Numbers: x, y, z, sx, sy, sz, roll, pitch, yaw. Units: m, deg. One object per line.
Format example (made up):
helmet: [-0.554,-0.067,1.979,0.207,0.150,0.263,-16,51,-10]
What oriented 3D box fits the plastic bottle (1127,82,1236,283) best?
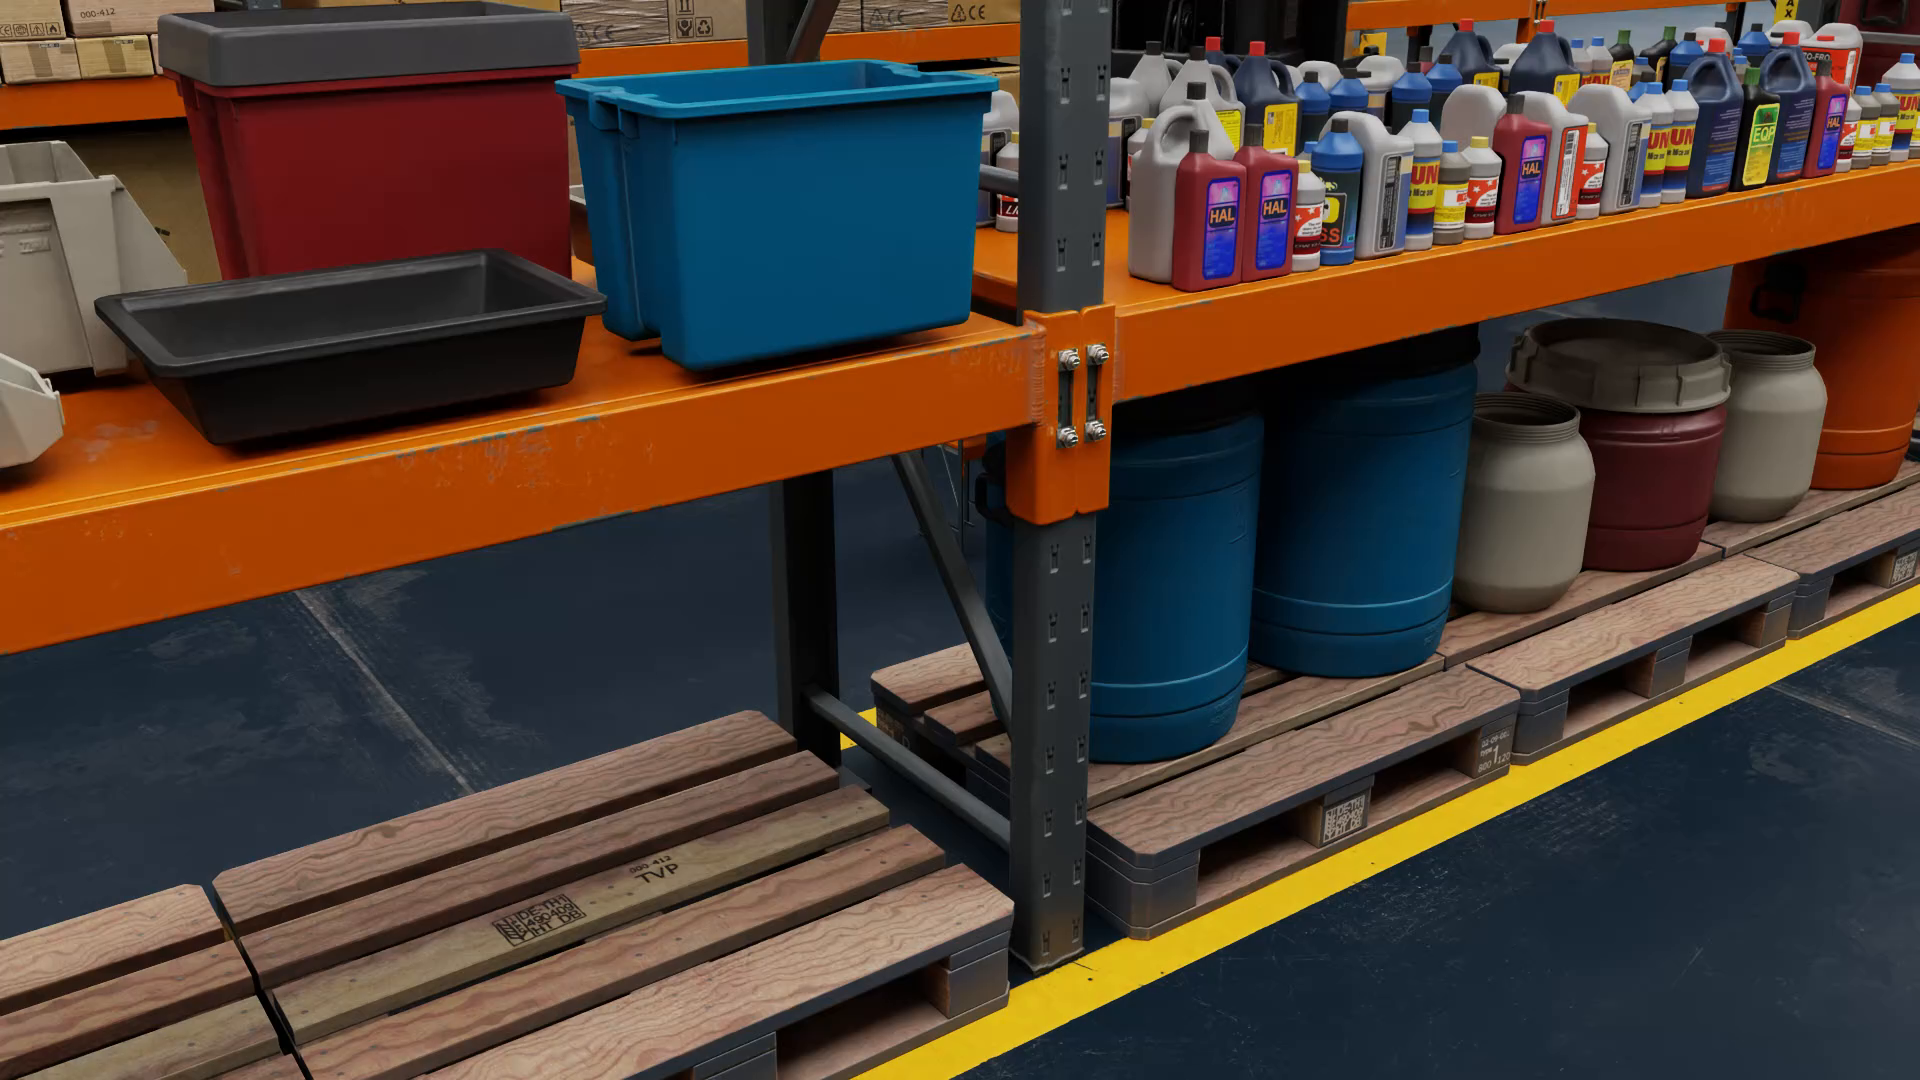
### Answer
plastic bottle: [0.413,-0.666,3.085,0.185,0.351,0.144,-15,26,-33]

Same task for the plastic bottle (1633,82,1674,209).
plastic bottle: [1.554,-0.895,3.765,0.097,0.271,0.097,0,22,0]

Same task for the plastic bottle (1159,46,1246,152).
plastic bottle: [0.545,-0.933,3.753,0.185,0.351,0.144,-15,26,-33]

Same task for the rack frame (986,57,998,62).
rack frame: [0.260,-3.057,9.011,0.127,3.000,1.000,-15,26,-33]

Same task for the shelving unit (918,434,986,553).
shelving unit: [0.012,-0.560,5.182,0.189,1.200,0.258,-15,26,-33]

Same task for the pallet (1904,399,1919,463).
pallet: [3.804,-0.428,6.184,1.213,0.211,1.003,-15,26,-33]

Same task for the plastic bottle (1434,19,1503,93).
plastic bottle: [1.355,-1.214,4.459,0.185,0.351,0.144,-15,26,-33]

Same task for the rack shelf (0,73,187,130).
rack shelf: [-4.611,-1.425,5.890,4.000,0.370,1.077,-15,26,-33]

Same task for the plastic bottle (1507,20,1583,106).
plastic bottle: [1.553,-1.198,4.417,0.185,0.351,0.144,-15,26,-33]

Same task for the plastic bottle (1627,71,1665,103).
plastic bottle: [1.627,-0.980,3.979,0.097,0.271,0.097,0,22,0]

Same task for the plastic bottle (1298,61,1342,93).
plastic bottle: [0.852,-1.044,4.132,0.135,0.276,0.152,-15,26,-33]

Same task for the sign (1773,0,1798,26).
sign: [2.825,-1.807,5.657,0.005,0.325,0.100,-15,26,-33]

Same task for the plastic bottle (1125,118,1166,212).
plastic bottle: [0.421,-0.837,3.715,0.097,0.201,0.097,0,22,0]

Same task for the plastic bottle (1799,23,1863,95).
plastic bottle: [2.701,-1.467,5.194,0.135,0.276,0.152,-15,26,-33]

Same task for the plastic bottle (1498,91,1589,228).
plastic bottle: [1.255,-0.830,3.596,0.135,0.276,0.152,-15,26,-33]

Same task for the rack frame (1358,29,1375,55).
rack frame: [3.939,-6.303,17.145,0.127,3.000,1.000,-15,26,-33]

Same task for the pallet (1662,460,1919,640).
pallet: [2.537,-0.089,5.334,1.213,0.211,1.003,-15,26,-33]

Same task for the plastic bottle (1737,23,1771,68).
plastic bottle: [2.502,-1.494,5.267,0.097,0.271,0.097,0,22,0]

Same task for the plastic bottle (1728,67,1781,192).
plastic bottle: [1.887,-0.981,3.965,0.133,0.283,0.061,-15,26,-33]

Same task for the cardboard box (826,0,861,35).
cardboard box: [-0.824,-2.703,7.988,0.500,0.500,0.500,-16,27,-35]

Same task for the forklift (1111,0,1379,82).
forklift: [1.108,-2.109,6.726,1.130,2.935,3.031,13,25,29]

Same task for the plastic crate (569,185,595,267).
plastic crate: [-0.556,-0.549,3.000,0.243,0.136,0.396,-15,26,-33]

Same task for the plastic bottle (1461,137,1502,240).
plastic bottle: [1.069,-0.733,3.454,0.097,0.201,0.097,0,22,0]

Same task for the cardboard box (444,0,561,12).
cardboard box: [-2.060,-2.371,7.157,0.500,0.500,0.500,-15,26,-33]

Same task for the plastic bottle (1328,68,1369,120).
plastic bottle: [0.940,-1.008,4.049,0.097,0.271,0.097,0,22,0]

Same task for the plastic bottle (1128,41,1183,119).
plastic bottle: [0.460,-0.976,3.861,0.185,0.351,0.144,-15,26,-33]

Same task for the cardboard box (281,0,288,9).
cardboard box: [-2.767,-2.421,7.282,0.500,0.500,0.500,-15,26,-33]

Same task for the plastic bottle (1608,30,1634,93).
plastic bottle: [1.914,-1.351,4.893,0.133,0.283,0.061,-15,26,-33]

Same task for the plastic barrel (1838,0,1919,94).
plastic barrel: [3.352,-1.822,5.732,0.708,0.536,0.600,-15,26,-33]

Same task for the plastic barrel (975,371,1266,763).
plastic barrel: [0.357,-0.035,3.700,0.708,0.901,0.600,-15,26,-33]

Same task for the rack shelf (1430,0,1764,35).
rack shelf: [5.130,-4.022,12.399,4.000,0.370,1.077,-15,26,-33]

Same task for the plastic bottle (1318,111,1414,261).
plastic bottle: [0.801,-0.709,3.292,0.135,0.276,0.152,-15,26,-33]

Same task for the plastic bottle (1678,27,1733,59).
plastic bottle: [2.237,-1.413,5.058,0.135,0.276,0.152,-15,26,-33]

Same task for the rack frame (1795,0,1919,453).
rack frame: [3.152,-1.567,5.277,0.127,3.000,1.000,-15,26,-33]

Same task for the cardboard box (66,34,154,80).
cardboard box: [-3.253,-1.854,6.335,0.250,0.149,0.380,-14,26,-32]

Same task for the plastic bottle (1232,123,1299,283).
plastic bottle: [0.560,-0.627,3.078,0.133,0.283,0.061,-15,26,-33]

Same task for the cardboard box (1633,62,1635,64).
cardboard box: [4.773,-3.316,12.465,0.500,0.500,0.500,-18,28,-37]

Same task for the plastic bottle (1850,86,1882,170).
plastic bottle: [2.307,-1.063,4.282,0.097,0.201,0.097,0,22,0]

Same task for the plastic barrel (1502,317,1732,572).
plastic barrel: [1.848,-0.287,4.755,0.708,0.588,0.600,-15,26,-33]

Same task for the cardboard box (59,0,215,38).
cardboard box: [-3.192,-2.085,6.376,0.500,0.250,0.500,-15,26,-34]

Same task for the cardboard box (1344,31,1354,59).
cardboard box: [3.427,-5.345,17.043,0.875,0.875,0.875,-15,26,-33]

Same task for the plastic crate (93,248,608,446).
plastic crate: [-0.846,-0.278,2.337,0.590,0.125,0.437,-15,26,-33]
